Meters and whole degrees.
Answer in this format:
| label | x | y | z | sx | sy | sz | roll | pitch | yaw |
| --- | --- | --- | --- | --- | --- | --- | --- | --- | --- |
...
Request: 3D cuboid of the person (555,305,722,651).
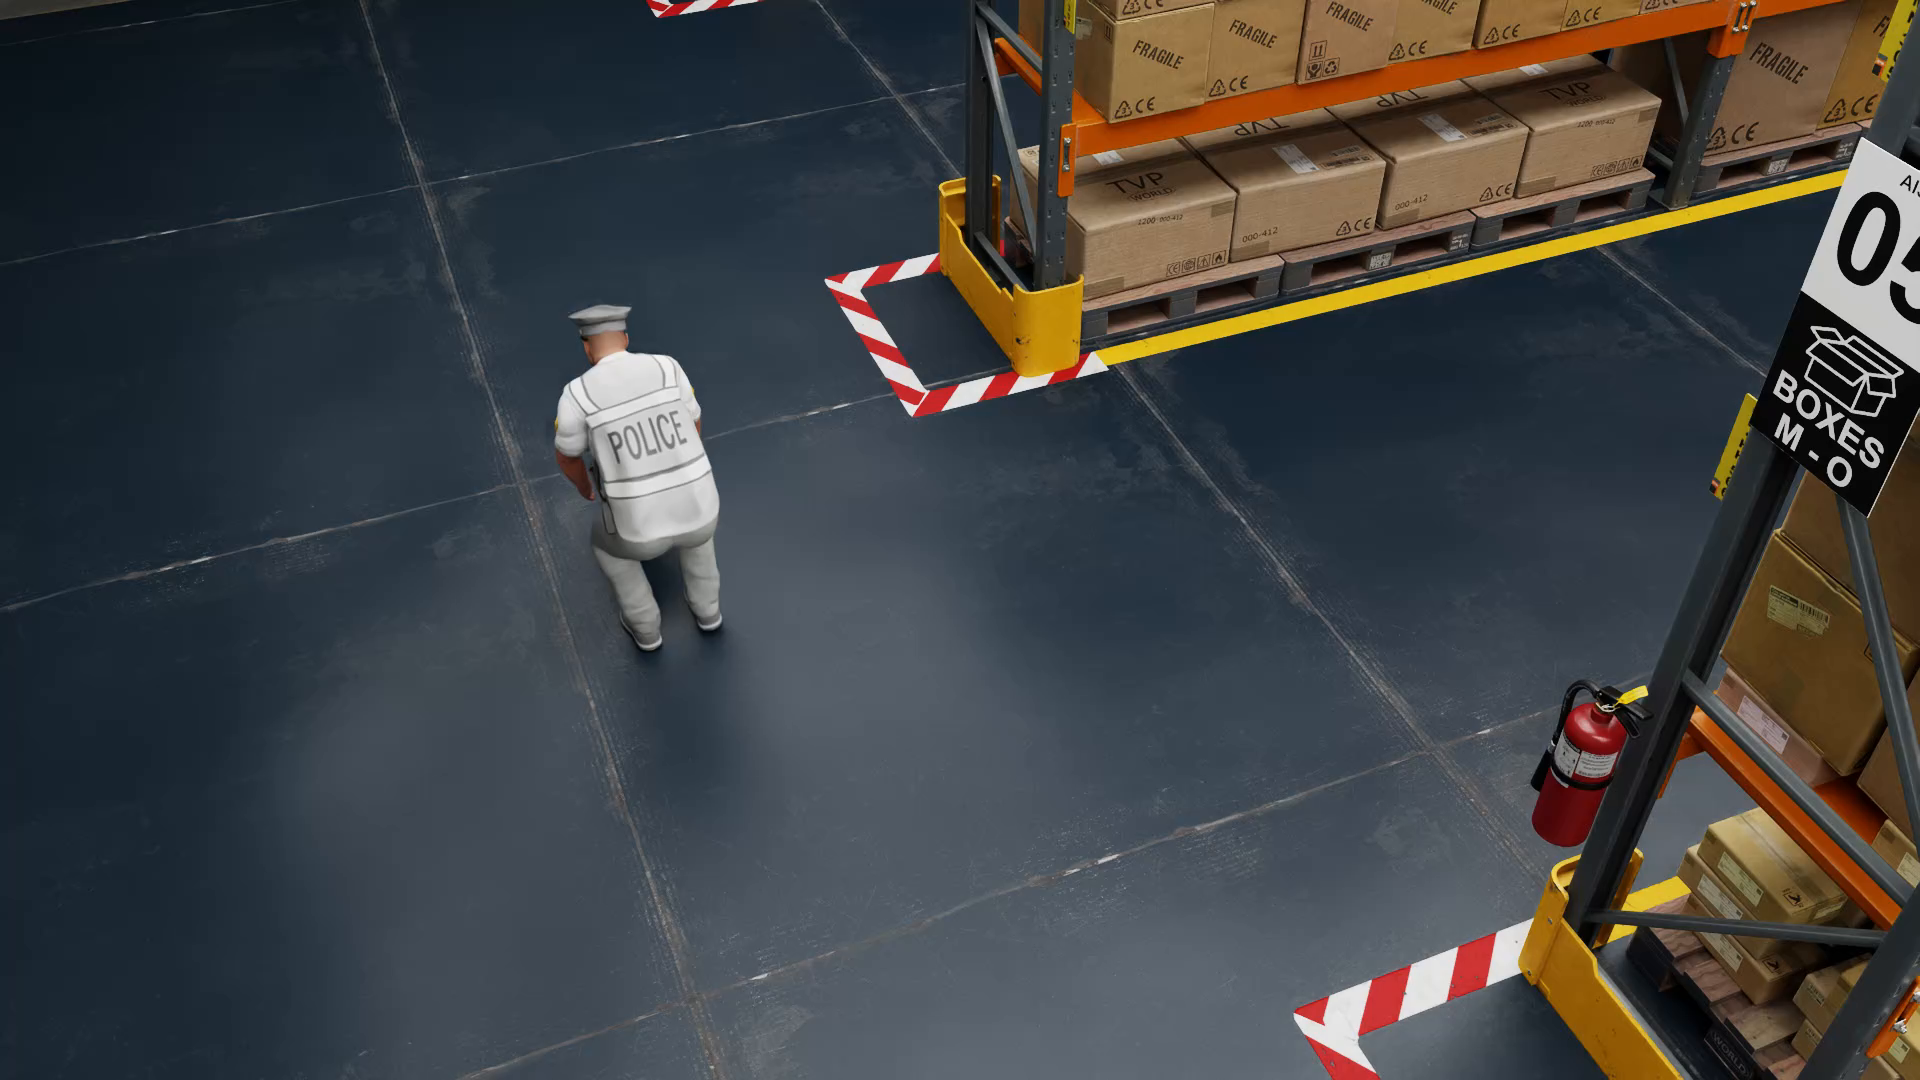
| label | x | y | z | sx | sy | sz | roll | pitch | yaw |
| --- | --- | --- | --- | --- | --- | --- | --- | --- | --- |
| person | -1.278 | -0.214 | 6.659 | 0.591 | 1.412 | 0.808 | -15 | 44 | -17 |
